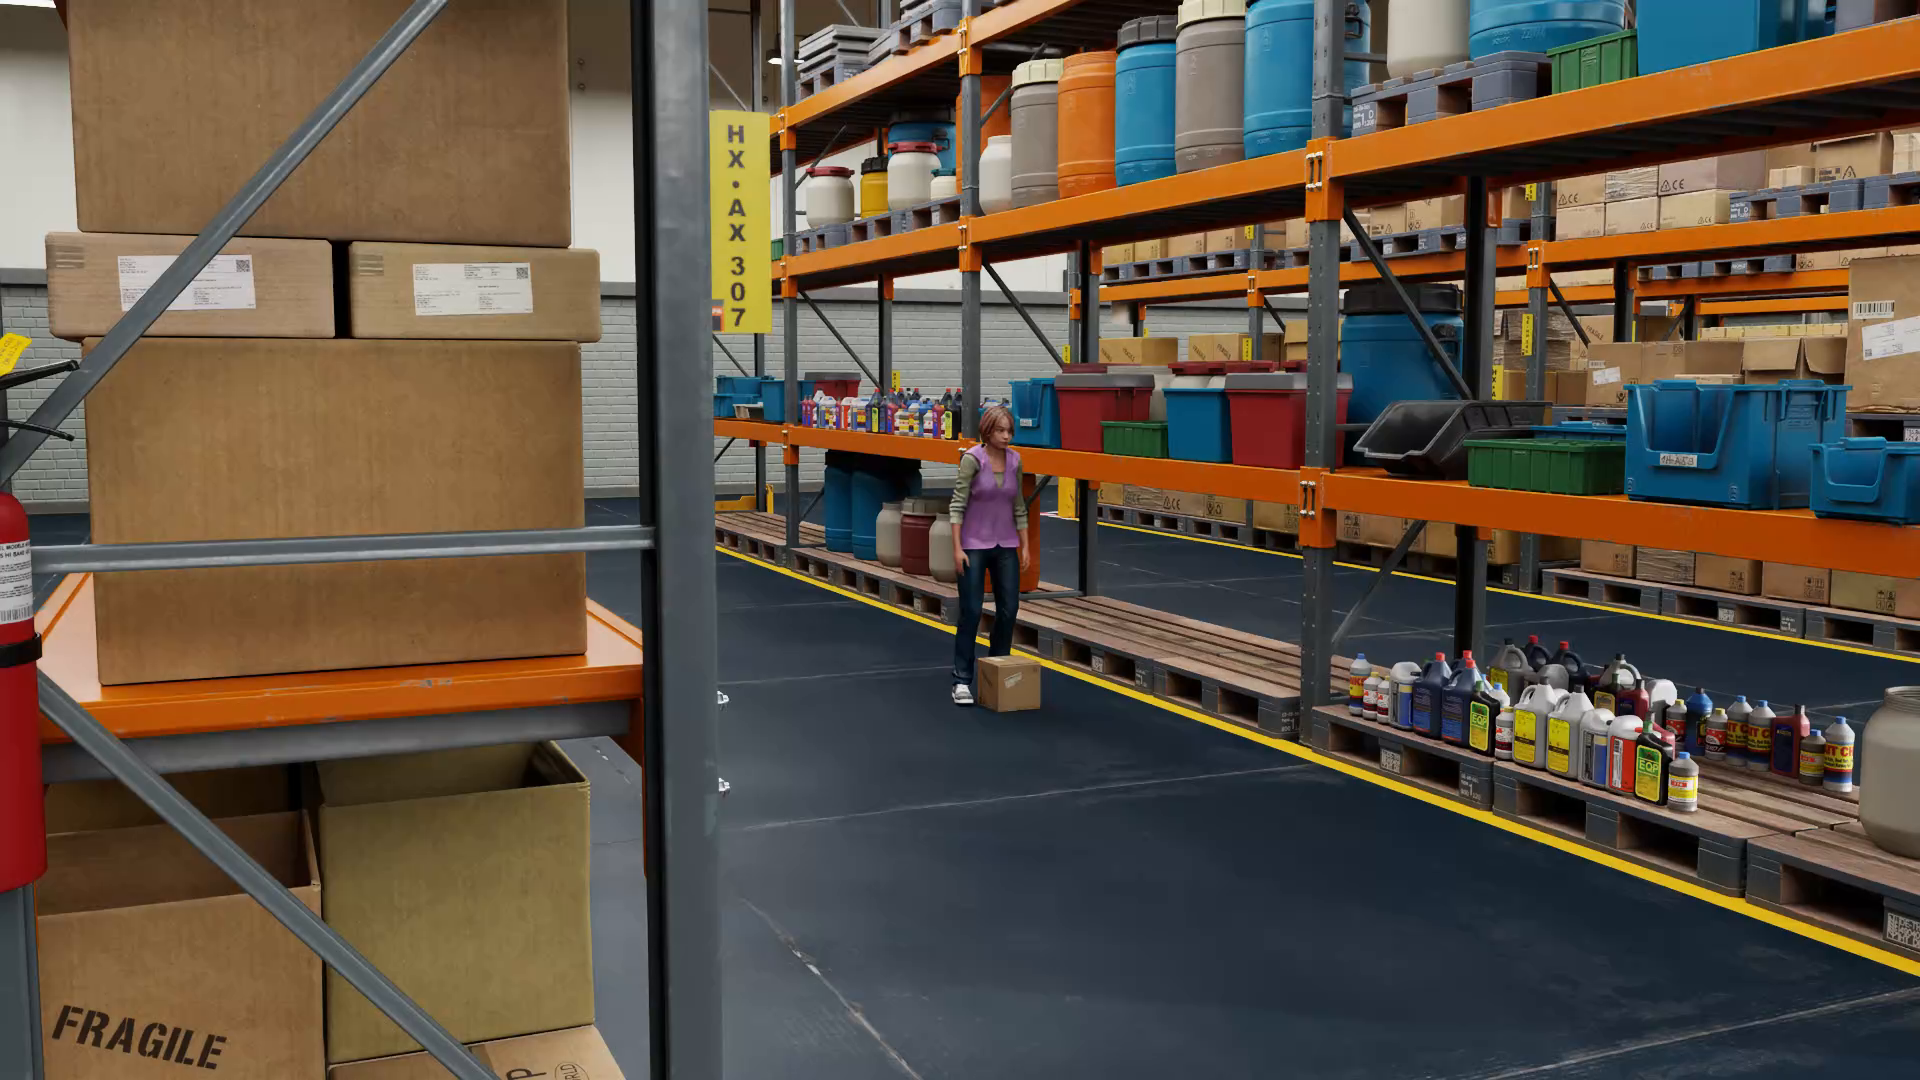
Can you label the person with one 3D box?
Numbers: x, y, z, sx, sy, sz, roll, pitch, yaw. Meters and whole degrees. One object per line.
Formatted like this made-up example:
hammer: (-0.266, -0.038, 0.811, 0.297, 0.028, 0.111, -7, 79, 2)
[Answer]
person: (0.158, 0.072, 8.977, 0.474, 1.593, 0.347, -3, 6, -25)
